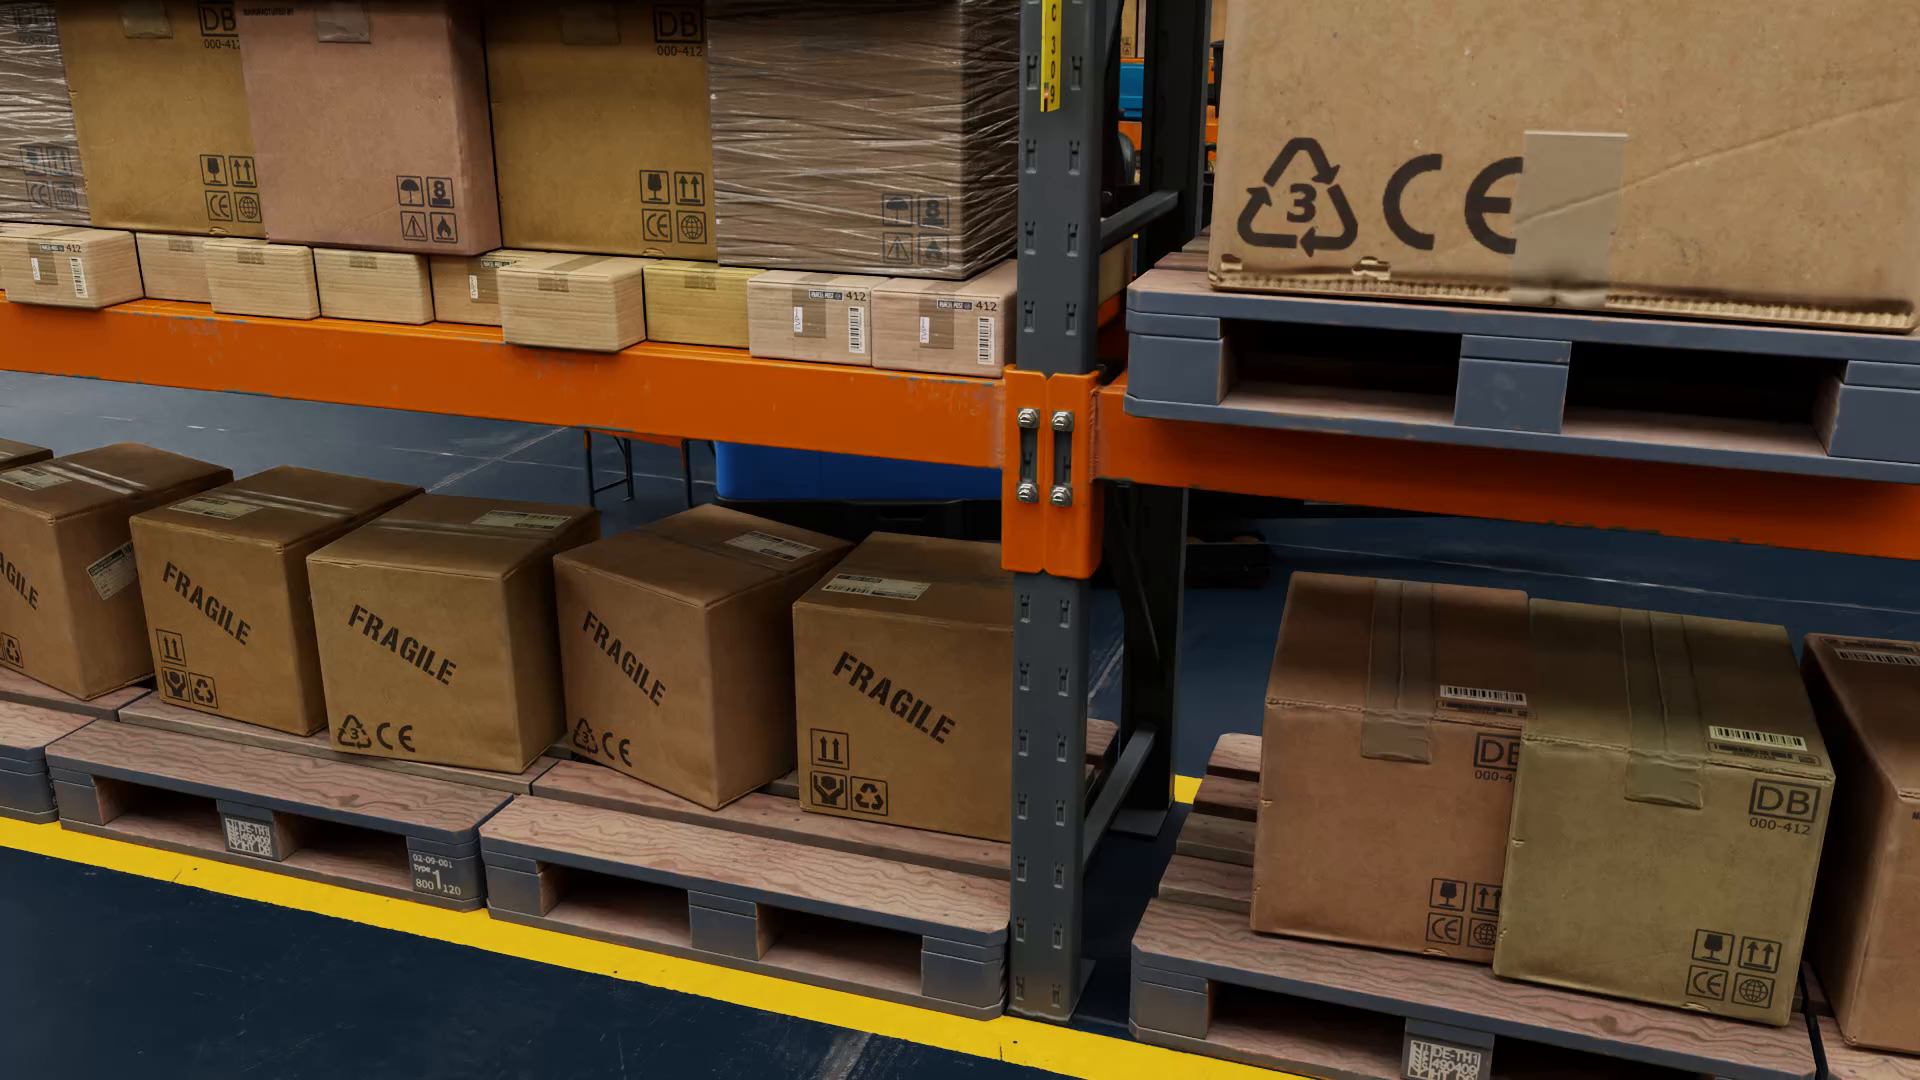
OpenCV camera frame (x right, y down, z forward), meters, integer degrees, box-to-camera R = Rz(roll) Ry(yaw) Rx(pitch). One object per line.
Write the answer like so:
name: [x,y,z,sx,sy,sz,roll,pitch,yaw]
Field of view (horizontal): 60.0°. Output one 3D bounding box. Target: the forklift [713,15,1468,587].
forklift: [0.675,-1.402,5.645,3.031,2.935,1.130,0,19,-1]

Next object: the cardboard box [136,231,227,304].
cardboard box: [-1.604,-0.642,3.742,0.250,0.149,0.380,7,20,18]

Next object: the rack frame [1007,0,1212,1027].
rack frame: [0.318,-0.611,3.273,0.127,3.000,1.000,7,20,18]

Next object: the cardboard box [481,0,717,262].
cardboard box: [-0.547,-0.932,3.588,0.500,0.500,0.875,7,20,18]

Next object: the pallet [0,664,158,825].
pallet: [-2.633,0.380,4.664,1.213,0.211,1.003,7,20,18]

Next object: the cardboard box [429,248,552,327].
cardboard box: [-0.896,-0.560,3.509,0.250,0.149,0.380,7,20,18]

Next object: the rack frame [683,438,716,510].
rack frame: [-0.934,-0.613,6.012,0.015,1.200,0.240,11,22,30]

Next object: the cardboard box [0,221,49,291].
cardboard box: [-2.086,-0.687,3.871,0.250,0.149,0.380,7,20,18]

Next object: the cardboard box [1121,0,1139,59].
cardboard box: [1.196,-4.005,12.857,0.500,0.500,0.700,7,20,18]

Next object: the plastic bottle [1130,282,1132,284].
plastic bottle: [0.879,-1.312,8.866,0.097,0.201,0.097,0,19,0]

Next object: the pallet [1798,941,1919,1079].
pallet: [2.210,0.920,3.115,1.213,0.211,1.003,7,20,18]

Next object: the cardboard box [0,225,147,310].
cardboard box: [-1.884,-0.628,3.701,0.250,0.149,0.380,7,20,18]

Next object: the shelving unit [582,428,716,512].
shelving unit: [-1.142,-0.655,6.133,0.503,1.200,0.258,11,22,30]

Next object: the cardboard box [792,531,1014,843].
cardboard box: [-0.046,0.315,3.775,0.500,0.500,0.500,6,20,16]

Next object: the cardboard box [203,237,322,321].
cardboard box: [-1.393,-0.591,3.596,0.250,0.149,0.380,7,20,18]

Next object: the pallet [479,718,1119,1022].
pallet: [-0.328,0.644,3.908,1.213,0.211,1.003,7,20,18]

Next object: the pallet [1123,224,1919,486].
pallet: [0.993,-0.393,2.938,1.213,0.211,1.003,7,20,18]

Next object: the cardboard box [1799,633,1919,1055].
cardboard box: [1.864,0.552,3.065,0.500,0.500,0.700,5,20,13]

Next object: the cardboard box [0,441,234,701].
cardboard box: [-2.300,0.065,4.491,0.500,0.500,0.500,13,23,32]

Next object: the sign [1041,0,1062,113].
sign: [0.147,-0.851,2.644,0.005,0.325,0.100,7,20,18]

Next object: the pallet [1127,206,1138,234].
pallet: [1.679,-2.604,13.227,1.213,0.211,1.003,7,20,18]

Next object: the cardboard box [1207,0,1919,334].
cardboard box: [1.023,-0.964,2.734,1.000,1.000,1.000,7,20,18]

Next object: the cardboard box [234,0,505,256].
cardboard box: [-1.053,-0.954,3.653,0.500,0.500,0.875,7,20,18]

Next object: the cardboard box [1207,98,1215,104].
cardboard box: [1.820,-3.254,13.254,0.500,0.500,0.500,7,20,18]

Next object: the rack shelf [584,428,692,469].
rack shelf: [-1.142,-0.404,6.220,0.480,0.148,0.258,11,22,30]

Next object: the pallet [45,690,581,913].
pallet: [-1.484,0.513,4.285,1.213,0.211,1.003,7,20,18]

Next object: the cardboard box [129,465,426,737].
cardboard box: [-1.715,0.139,4.281,0.500,0.500,0.500,9,21,23]

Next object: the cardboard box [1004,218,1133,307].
cardboard box: [0.214,-0.609,3.649,0.250,0.149,0.380,7,20,18]

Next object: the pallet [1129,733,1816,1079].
pallet: [1.054,0.789,3.492,1.213,0.211,1.003,7,20,18]

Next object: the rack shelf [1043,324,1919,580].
rack shelf: [2.208,-0.056,2.771,4.000,0.370,1.077,7,20,18]

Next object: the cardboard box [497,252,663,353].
cardboard box: [-0.703,-0.492,3.314,0.250,0.149,0.380,7,20,18]

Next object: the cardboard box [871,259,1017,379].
cardboard box: [0.019,-0.424,3.118,0.250,0.149,0.380,7,20,18]

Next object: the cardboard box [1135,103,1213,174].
cardboard box: [1.644,-3.087,12.776,0.500,0.500,0.500,7,20,18]

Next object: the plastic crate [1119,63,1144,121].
plastic crate: [0.809,-2.116,7.816,0.616,0.251,0.499,7,20,18]

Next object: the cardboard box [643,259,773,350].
cardboard box: [-0.431,-0.500,3.335,0.250,0.149,0.380,7,20,18]

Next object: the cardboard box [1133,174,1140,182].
cardboard box: [1.644,-2.733,12.900,0.500,0.250,0.500,7,20,18]

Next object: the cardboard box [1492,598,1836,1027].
cardboard box: [1.336,0.492,3.238,0.500,0.500,0.700,6,20,18]

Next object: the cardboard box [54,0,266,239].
cardboard box: [-1.511,-1.021,3.845,0.500,0.500,0.875,7,20,18]

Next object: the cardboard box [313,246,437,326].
cardboard box: [-1.146,-0.575,3.550,0.250,0.149,0.380,7,20,18]

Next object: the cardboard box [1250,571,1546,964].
cardboard box: [0.891,0.434,3.402,0.500,0.500,0.700,5,20,14]

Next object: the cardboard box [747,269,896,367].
cardboard box: [-0.214,-0.454,3.204,0.250,0.149,0.380,7,20,18]

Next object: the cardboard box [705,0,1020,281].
cardboard box: [-0.087,-0.867,3.402,0.500,0.500,0.875,7,20,18]

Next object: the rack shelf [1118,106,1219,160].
rack shelf: [0.054,-2.028,8.429,4.000,0.370,1.077,7,20,18]

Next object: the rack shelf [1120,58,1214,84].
rack shelf: [1.683,-3.567,12.846,4.000,0.370,1.077,7,20,18]

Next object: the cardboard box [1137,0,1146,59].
cardboard box: [1.694,-3.949,12.697,0.500,0.500,0.700,7,20,20]

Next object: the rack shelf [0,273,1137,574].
rack shelf: [-1.571,-0.488,4.011,4.000,0.370,1.077,7,20,18]

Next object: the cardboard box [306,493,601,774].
cardboard box: [-1.202,0.213,4.068,0.500,0.500,0.500,5,20,13]

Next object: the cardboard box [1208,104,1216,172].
cardboard box: [2.121,-3.038,12.633,0.500,0.500,0.500,7,20,18]

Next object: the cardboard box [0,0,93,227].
cardboard box: [-1.980,-1.079,4.010,0.500,0.500,0.875,7,20,18]

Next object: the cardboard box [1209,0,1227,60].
cardboard box: [2.179,-3.895,12.540,0.500,0.500,0.700,7,20,19]

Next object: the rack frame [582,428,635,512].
rack frame: [-1.350,-0.697,6.253,0.015,1.200,0.240,11,22,30]

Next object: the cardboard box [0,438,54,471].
cardboard box: [-2.876,0.011,4.646,0.500,0.500,0.500,11,22,28]

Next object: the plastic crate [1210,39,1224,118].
plastic crate: [1.491,-2.218,7.977,0.504,0.338,0.767,7,20,18]

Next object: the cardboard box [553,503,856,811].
cardboard box: [-0.590,0.256,3.945,0.500,0.500,0.500,14,24,35]
